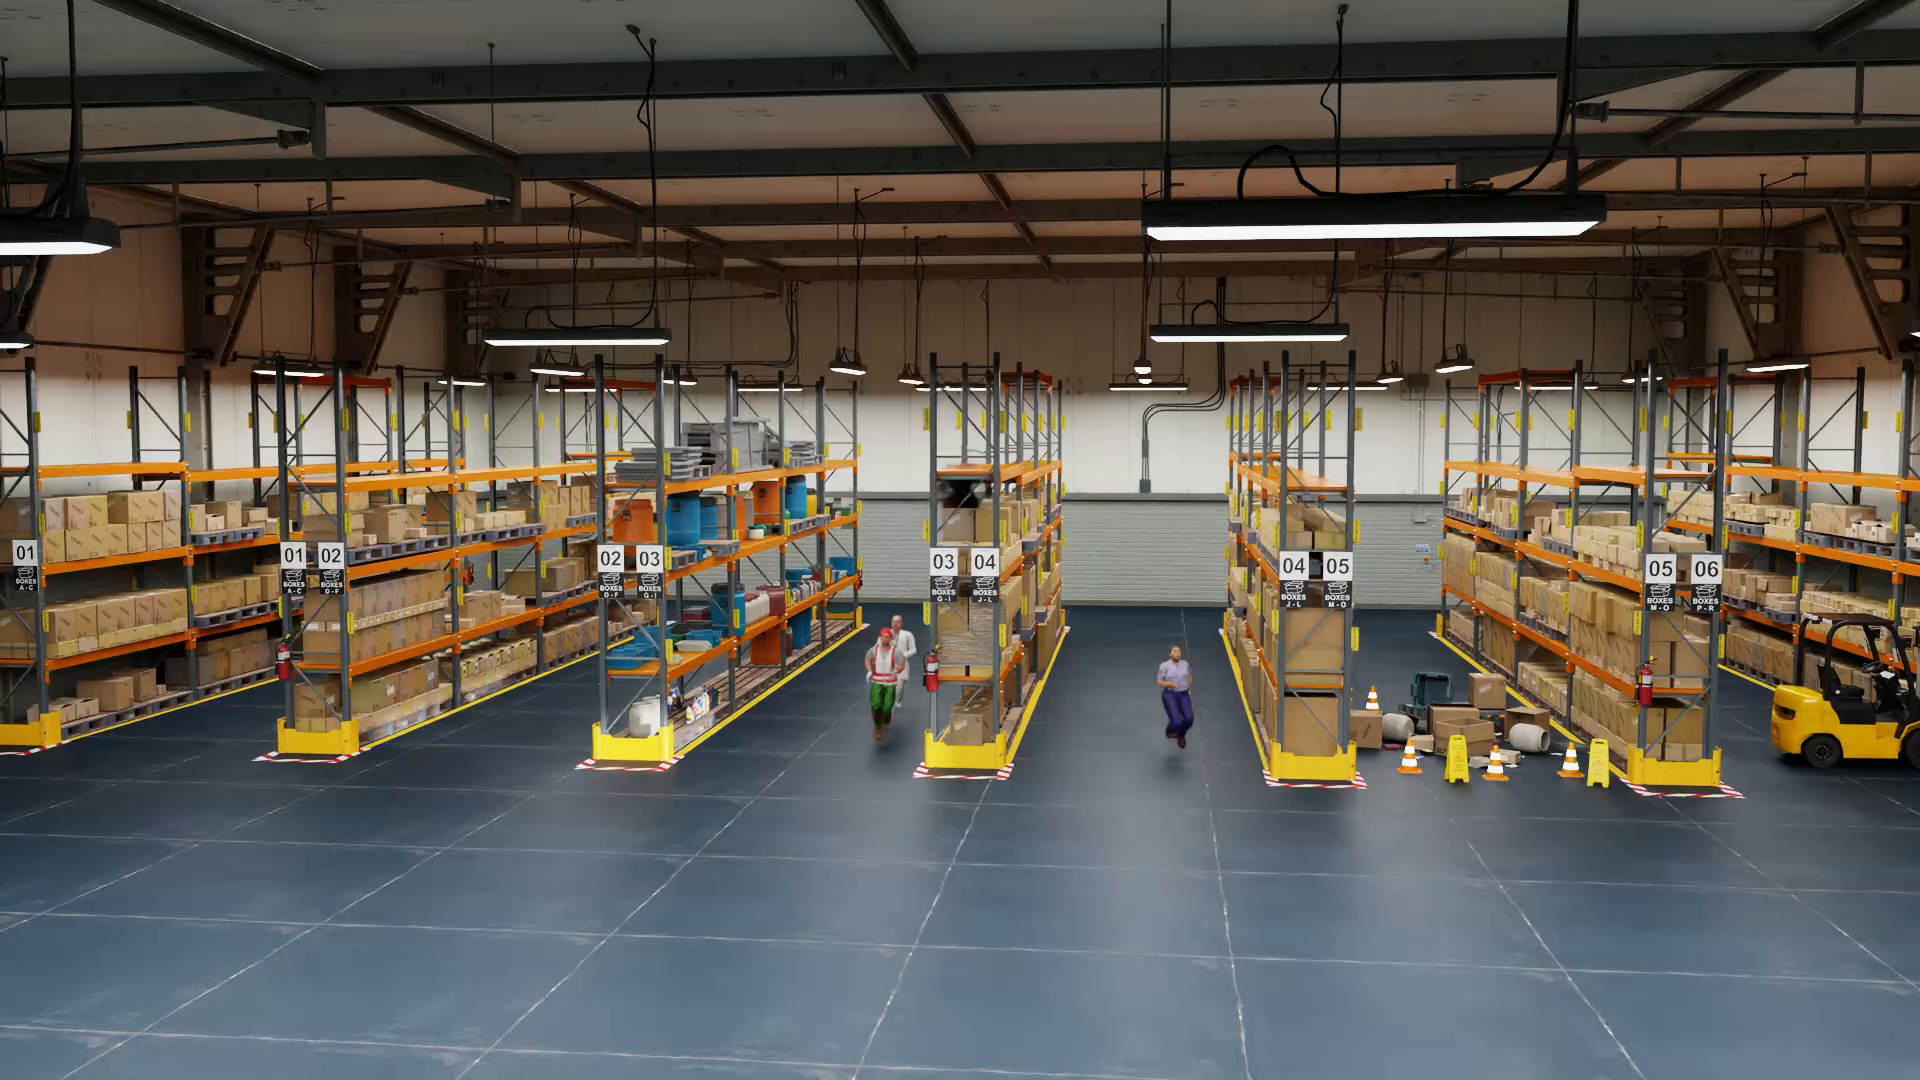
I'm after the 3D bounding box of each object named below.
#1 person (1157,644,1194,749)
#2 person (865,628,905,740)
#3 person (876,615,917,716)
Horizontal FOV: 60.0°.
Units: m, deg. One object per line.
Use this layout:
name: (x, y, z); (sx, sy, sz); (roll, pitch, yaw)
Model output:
person: (3.230, 2.338, 24.697); (0.589, 1.564, 0.597); (-1, 4, -10)
person: (-1.158, 2.200, 25.467); (0.632, 1.722, 0.724); (0, 4, 1)
person: (-1.066, 2.102, 27.402); (0.704, 1.709, 0.643); (0, 4, 4)
